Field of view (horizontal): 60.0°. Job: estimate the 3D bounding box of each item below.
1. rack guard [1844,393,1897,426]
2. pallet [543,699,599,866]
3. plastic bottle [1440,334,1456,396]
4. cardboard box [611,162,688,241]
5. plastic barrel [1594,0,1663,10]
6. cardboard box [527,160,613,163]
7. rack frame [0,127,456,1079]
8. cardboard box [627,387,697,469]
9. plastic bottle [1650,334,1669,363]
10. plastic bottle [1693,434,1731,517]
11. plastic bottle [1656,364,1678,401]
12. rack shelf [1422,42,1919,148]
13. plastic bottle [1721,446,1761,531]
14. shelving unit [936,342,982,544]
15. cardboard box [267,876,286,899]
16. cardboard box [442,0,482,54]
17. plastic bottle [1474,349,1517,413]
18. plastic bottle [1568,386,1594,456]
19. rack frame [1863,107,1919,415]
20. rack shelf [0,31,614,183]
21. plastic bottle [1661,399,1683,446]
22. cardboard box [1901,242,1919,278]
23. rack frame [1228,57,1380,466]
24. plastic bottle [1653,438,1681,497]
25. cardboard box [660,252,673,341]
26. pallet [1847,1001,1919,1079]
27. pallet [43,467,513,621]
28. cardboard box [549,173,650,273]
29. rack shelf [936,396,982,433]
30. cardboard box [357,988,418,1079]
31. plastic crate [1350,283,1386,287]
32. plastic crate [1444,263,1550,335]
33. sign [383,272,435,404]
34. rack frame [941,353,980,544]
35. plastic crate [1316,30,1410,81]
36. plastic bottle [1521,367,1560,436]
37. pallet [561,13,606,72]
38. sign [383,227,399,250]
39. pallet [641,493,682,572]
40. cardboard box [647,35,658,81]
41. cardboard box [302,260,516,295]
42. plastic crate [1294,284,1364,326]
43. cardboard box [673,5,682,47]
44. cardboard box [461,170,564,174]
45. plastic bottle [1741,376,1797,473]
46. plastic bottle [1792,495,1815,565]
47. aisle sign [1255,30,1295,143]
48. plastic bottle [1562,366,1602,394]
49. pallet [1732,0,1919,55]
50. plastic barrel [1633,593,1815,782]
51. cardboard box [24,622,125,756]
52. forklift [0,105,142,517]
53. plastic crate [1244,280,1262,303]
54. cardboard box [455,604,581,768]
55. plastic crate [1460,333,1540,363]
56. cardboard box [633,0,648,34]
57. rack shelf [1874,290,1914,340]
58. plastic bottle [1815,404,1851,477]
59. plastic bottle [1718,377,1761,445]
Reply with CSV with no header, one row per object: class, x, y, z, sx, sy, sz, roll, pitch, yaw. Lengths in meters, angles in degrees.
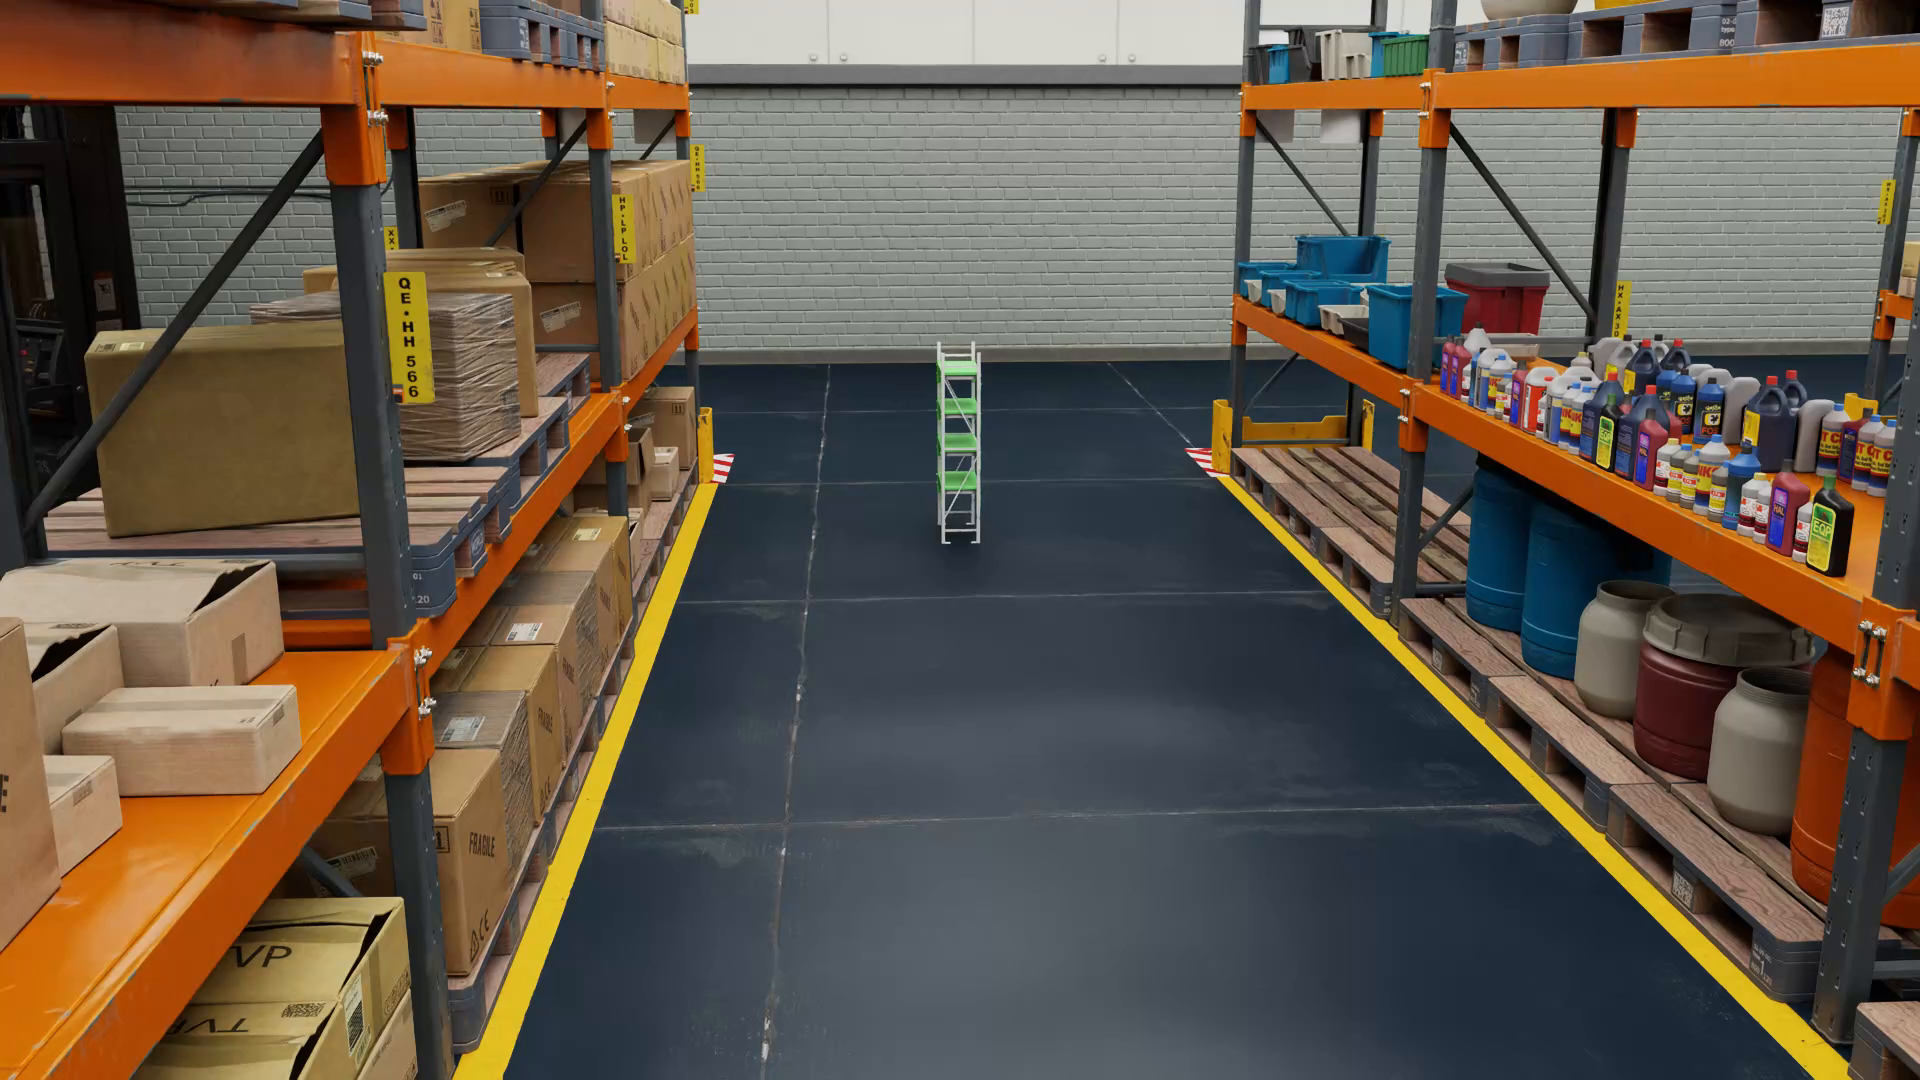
rack guard,7.470,-0.868,12.895,1.175,0.500,0.348,-1,14,-3
pallet,-2.002,0.931,6.484,1.003,0.211,1.213,-1,14,-3
plastic bottle,2.373,-0.847,8.031,0.061,0.283,0.133,-1,14,-3
cardboard box,-2.082,-2.221,10.930,0.500,0.500,0.500,0,14,-2
plastic barrel,3.035,-2.524,7.077,0.600,0.588,0.600,0,14,0
cardboard box,-2.652,-2.338,11.388,0.500,0.500,0.500,0,14,-2
rack frame,-1.921,0.069,4.237,1.000,3.000,0.127,-1,14,-3
cardboard box,-2.137,-0.791,11.715,0.500,0.500,0.500,-1,14,-3
plastic bottle,3.159,-0.753,7.534,0.144,0.351,0.185,-1,14,-3
plastic bottle,2.545,-0.221,5.624,0.097,0.271,0.097,0,14,0
plastic bottle,3.053,-0.623,7.185,0.097,0.271,0.097,0,14,0
rack shelf,2.899,-1.608,6.179,1.077,0.370,4.000,-1,14,-3
plastic bottle,2.557,-0.173,5.435,0.097,0.271,0.097,0,14,0
shelving unit,-0.010,-0.622,10.537,0.258,1.200,0.503,-1,14,-3
cardboard box,-2.213,0.838,5.383,0.500,0.500,0.500,0,14,-1
cardboard box,-2.045,-1.796,5.266,0.910,0.500,0.500,-1,14,-3
plastic bottle,2.447,-0.729,7.588,0.152,0.276,0.135,-1,14,-3
plastic bottle,2.482,-0.476,6.615,0.097,0.271,0.097,0,14,0
rack frame,7.471,-2.072,12.560,1.000,3.000,0.127,-1,14,-3
rack shelf,-2.045,-1.532,5.886,1.077,0.370,4.000,-1,14,-3
plastic bottle,2.634,-0.376,6.202,0.061,0.283,0.133,-1,14,-3
cardboard box,7.231,-2.020,12.062,0.500,0.250,0.500,-1,14,-5
rack frame,2.528,-1.996,12.263,1.000,3.000,0.127,-1,14,-3
plastic bottle,2.527,-0.260,5.915,0.097,0.201,0.097,0,14,0
cardboard box,-2.025,-1.483,10.069,0.500,0.500,0.500,-1,14,-4
pallet,3.033,1.538,4.126,1.003,0.211,1.213,-1,14,-3
pallet,-2.033,-0.005,4.911,1.213,0.211,1.003,-1,14,-3
cardboard box,-1.949,-1.708,8.937,0.500,0.500,0.500,-1,14,-5
rack shelf,-0.010,-0.793,10.493,0.258,0.148,0.480,-1,14,-3
cardboard box,-1.645,1.325,4.033,0.500,0.250,0.500,-1,14,-2
plastic crate,2.759,-1.697,11.511,0.396,0.136,0.243,-1,14,-3
plastic crate,2.971,-1.287,9.259,0.402,0.464,0.583,-1,14,-3
sign,-1.367,-0.501,4.129,0.100,0.325,0.005,-1,14,-3
rack frame,0.005,-0.562,10.301,0.240,1.200,0.015,-1,14,-3
plastic crate,2.357,-2.835,9.743,0.437,0.282,0.530,-1,14,-3
plastic bottle,2.481,-0.590,7.047,0.152,0.276,0.135,-1,14,-3
pallet,-2.198,-2.124,7.118,1.213,0.211,1.003,-1,14,-3
sign,-2.710,-1.334,7.955,0.100,0.325,0.005,-1,14,-3
pallet,-2.289,-0.050,10.296,1.003,0.211,1.213,-1,14,-3
cardboard box,-2.042,-2.803,9.683,0.500,0.250,0.500,-1,14,-3
cardboard box,-2.256,-0.886,6.906,0.700,0.500,0.500,1,14,5
plastic crate,2.315,-1.475,10.455,0.416,0.233,0.300,-1,14,-3
cardboard box,-2.130,-3.418,11.071,0.500,0.250,0.500,-1,14,-3
cardboard box,-2.524,-1.832,9.421,0.500,0.500,0.500,-1,14,-3
plastic bottle,3.084,-0.444,6.330,0.144,0.351,0.185,-1,14,-3
plastic bottle,2.584,-0.033,5.033,0.097,0.201,0.097,0,14,0
aisle sign,2.227,-3.268,11.991,0.394,0.787,0.004,-1,14,-3
plastic bottle,2.633,-0.592,7.056,0.152,0.276,0.135,-1,14,-3
pallet,3.074,-1.559,4.925,1.003,0.211,1.213,-1,14,-3
plastic barrel,2.906,0.556,6.342,0.600,0.588,0.708,-1,14,-3
cardboard box,-2.059,0.338,3.372,0.500,0.311,0.500,-1,14,-4
forklift,-4.904,-0.906,8.166,1.130,2.935,3.031,7,16,27
plastic crate,2.152,-1.749,11.715,0.250,0.136,0.298,-1,14,-3
cardboard box,-1.765,0.565,6.445,0.500,0.500,0.500,-1,14,-5
plastic crate,2.889,-1.020,8.880,0.396,0.136,0.243,-1,14,-3
cardboard box,-2.003,-2.921,9.138,0.500,0.250,0.500,-1,14,-3
rack shelf,7.595,-1.226,10.717,1.077,0.370,4.000,-1,14,-3
plastic bottle,3.268,-0.373,6.214,0.097,0.271,0.097,0,14,0
plastic bottle,3.199,-0.540,6.856,0.152,0.276,0.135,-1,14,-3
